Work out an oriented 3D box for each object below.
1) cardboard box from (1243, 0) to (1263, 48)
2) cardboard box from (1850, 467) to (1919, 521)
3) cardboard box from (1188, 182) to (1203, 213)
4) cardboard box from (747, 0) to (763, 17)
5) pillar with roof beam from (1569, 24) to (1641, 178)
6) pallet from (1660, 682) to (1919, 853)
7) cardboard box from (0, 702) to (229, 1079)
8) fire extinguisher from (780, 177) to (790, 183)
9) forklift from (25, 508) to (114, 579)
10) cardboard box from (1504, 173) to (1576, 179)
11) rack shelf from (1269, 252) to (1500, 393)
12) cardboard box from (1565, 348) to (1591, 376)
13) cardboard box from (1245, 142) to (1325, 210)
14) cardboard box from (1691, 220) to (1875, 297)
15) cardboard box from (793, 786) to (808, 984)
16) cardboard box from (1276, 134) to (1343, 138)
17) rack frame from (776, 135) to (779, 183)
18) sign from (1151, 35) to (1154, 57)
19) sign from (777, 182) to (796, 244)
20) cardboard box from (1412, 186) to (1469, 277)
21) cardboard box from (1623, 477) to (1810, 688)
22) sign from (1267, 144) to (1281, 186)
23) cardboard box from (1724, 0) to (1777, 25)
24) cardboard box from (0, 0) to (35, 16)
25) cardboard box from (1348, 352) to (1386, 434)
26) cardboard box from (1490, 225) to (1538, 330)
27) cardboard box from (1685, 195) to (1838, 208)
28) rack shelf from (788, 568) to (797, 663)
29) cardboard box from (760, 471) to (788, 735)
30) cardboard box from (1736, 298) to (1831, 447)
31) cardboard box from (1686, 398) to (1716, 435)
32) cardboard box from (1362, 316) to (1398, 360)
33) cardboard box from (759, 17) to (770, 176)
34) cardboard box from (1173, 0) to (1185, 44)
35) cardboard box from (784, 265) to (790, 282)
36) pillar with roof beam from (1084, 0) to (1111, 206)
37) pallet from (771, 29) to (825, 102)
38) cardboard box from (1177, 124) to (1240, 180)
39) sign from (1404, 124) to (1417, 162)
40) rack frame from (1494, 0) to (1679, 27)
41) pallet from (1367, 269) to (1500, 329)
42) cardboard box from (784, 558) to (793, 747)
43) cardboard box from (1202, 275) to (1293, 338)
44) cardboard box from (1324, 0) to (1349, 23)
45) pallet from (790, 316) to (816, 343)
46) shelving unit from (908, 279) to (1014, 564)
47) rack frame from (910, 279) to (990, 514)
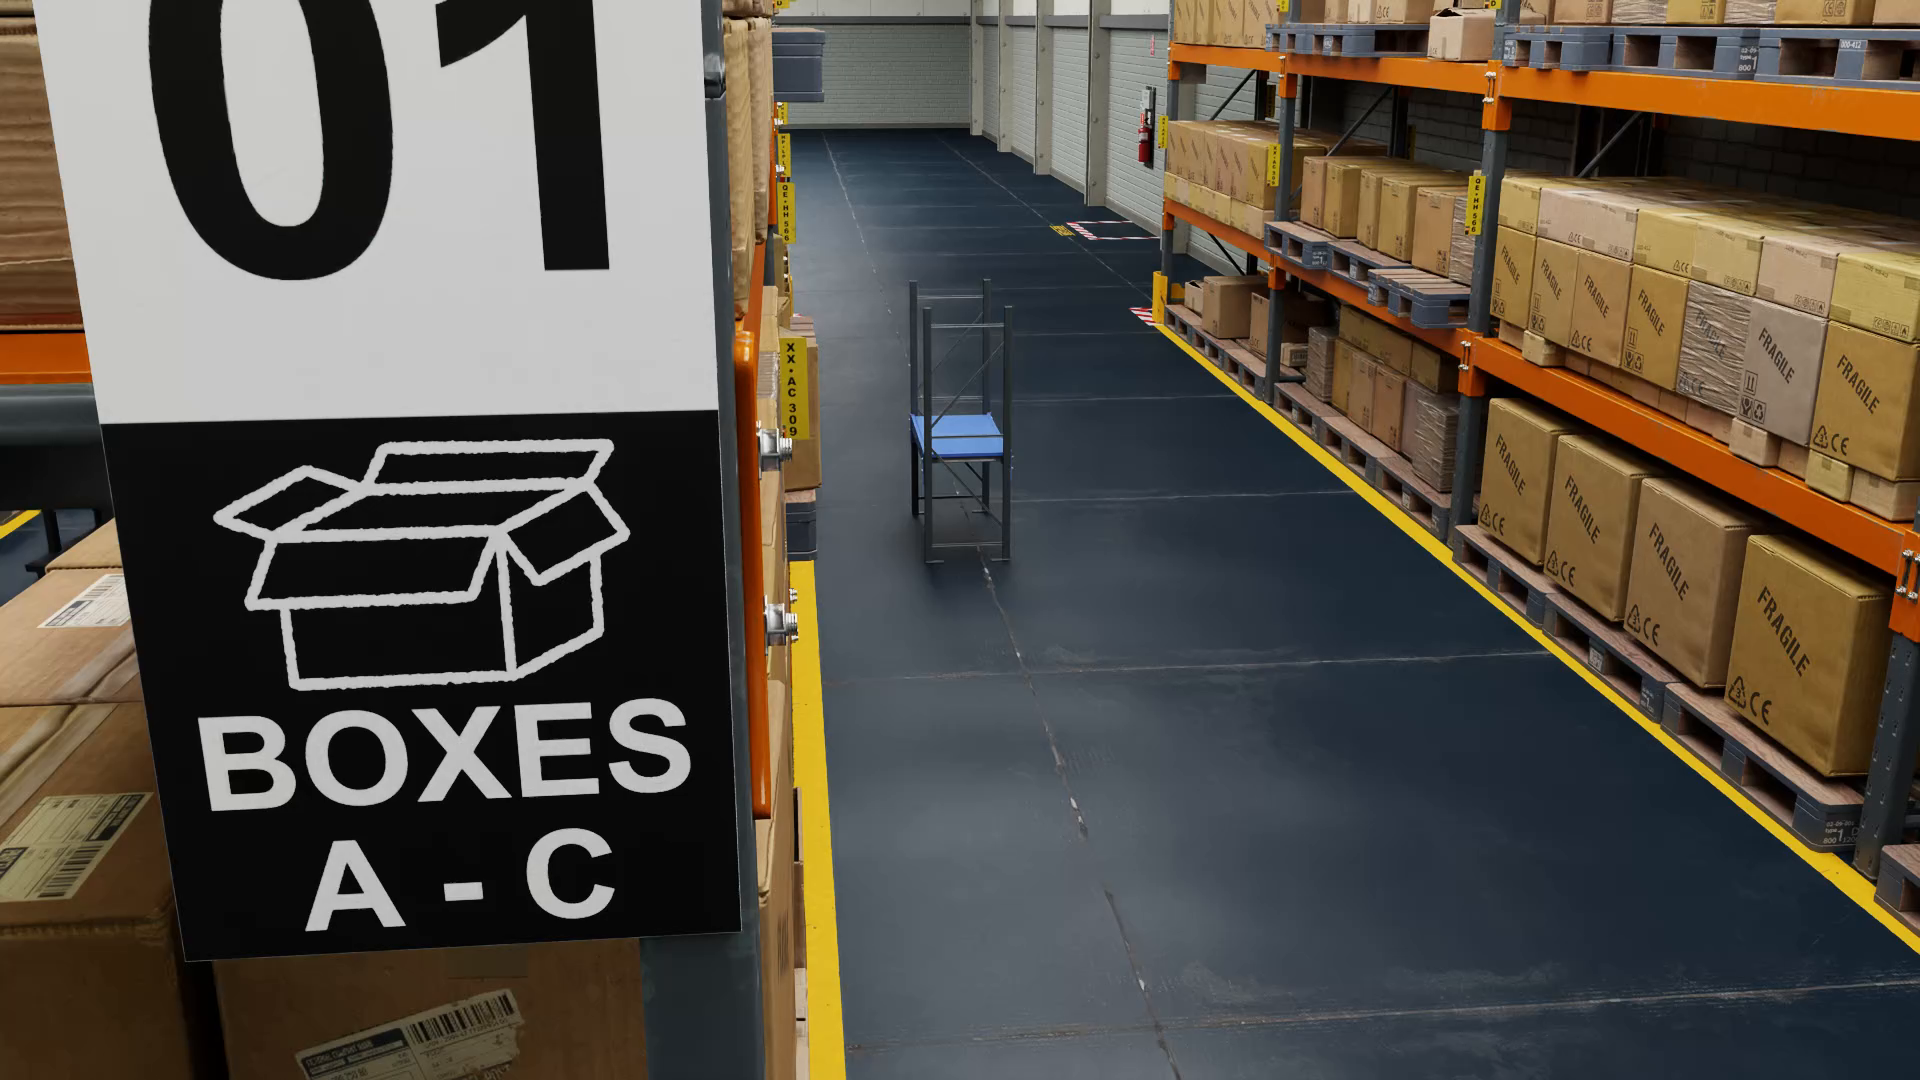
[{"bbox_3d":[2.696,-4.364,13.862,0.500,0.500,0.500,-3,18,-10],"label":"cardboard box"},{"bbox_3d":[3.542,-0.180,6.129,0.380,0.149,0.250,-2,18,-5],"label":"cardboard box"},{"bbox_3d":[2.469,-3.250,15.739,0.500,0.250,0.500,-2,18,-7],"label":"cardboard box"},{"bbox_3d":[-0.495,-0.761,2.001,0.500,0.250,0.500,-2,18,-6],"label":"cardboard box"},{"bbox_3d":[-0.110,-4.533,9.594,9.100,9.000,0.400,-2,18,-6],"label":"pillar with roof beam"},{"bbox_3d":[3.704,0.905,6.944,1.003,0.211,1.213,-2,18,-6],"label":"pallet"},{"bbox_3d":[-0.975,0.499,1.745,0.500,0.500,0.500,-2,18,-6],"label":"cardboard box"},{"bbox_3d":[-1.856,-3.632,16.868,0.296,0.674,0.183,-2,18,-6],"label":"fire extinguisher"},{"bbox_3d":[-4.263,-1.062,8.667,1.130,2.935,3.031,1,17,3],"label":"forklift"},{"bbox_3d":[3.380,-2.059,9.743,0.380,0.149,0.250,-4,18,-13],"label":"cardboard box"},{"bbox_3d":[3.239,-1.643,11.603,1.077,0.370,4.000,-2,18,-6],"label":"rack shelf"},{"bbox_3d":[3.358,-0.946,8.569,0.380,0.149,0.250,-2,18,-6],"label":"cardboard box"},{"bbox_3d":[2.677,-3.009,13.718,0.500,0.500,0.500,-2,18,-6],"label":"cardboard box"},{"bbox_3d":[3.460,-1.191,7.015,0.500,0.250,0.500,-1,17,-5],"label":"cardboard box"},{"bbox_3d":[-0.728,1.099,5.106,0.500,0.500,0.500,-2,18,-6],"label":"cardboard box"},{"bbox_3d":[3.097,-3.327,14.732,0.500,0.500,0.500,-1,17,-4],"label":"cardboard box"},{"bbox_3d":[-1.894,-2.428,12.902,1.000,3.000,0.127,-2,18,-6],"label":"rack frame"},{"bbox_3d":[2.816,-7.228,24.323,0.001,0.298,0.199,-2,18,-6],"label":"sign"},{"bbox_3d":[-0.942,-1.770,9.007,0.100,0.325,0.005,-2,18,-6],"label":"sign"},{"bbox_3d":[3.303,-1.953,10.489,0.700,0.500,0.500,-3,18,-11],"label":"cardboard box"},{"bbox_3d":[3.567,0.173,7.507,0.750,0.750,0.750,-1,17,-4],"label":"cardboard box"},{"bbox_3d":[2.494,-2.976,13.203,0.100,0.325,0.005,-2,18,-6],"label":"sign"},{"bbox_3d":[3.767,-2.468,7.120,0.700,0.500,0.500,-2,18,-6],"label":"cardboard box"},{"bbox_3d":[-0.963,-0.596,1.475,0.500,0.250,0.500,-2,18,-6],"label":"cardboard box"},{"bbox_3d":[3.241,-1.075,12.031,0.700,0.500,0.500,-2,17,-5],"label":"cardboard box"},{"bbox_3d":[3.241,-1.437,9.048,0.500,0.500,0.500,-1,17,-4],"label":"cardboard box"},{"bbox_3d":[3.850,-1.513,8.038,0.500,0.250,0.500,-2,18,-7],"label":"cardboard box"},{"bbox_3d":[-1.275,-0.297,7.316,1.077,0.370,4.000,-2,18,-6],"label":"rack shelf"},{"bbox_3d":[-0.548,0.178,2.767,0.500,0.500,0.500,-2,17,-5],"label":"cardboard box"},{"bbox_3d":[3.498,-0.679,6.635,0.500,0.500,0.500,-2,18,-5],"label":"cardboard box"},{"bbox_3d":[3.454,-0.560,7.339,0.380,0.149,0.250,-2,18,-7],"label":"cardboard box"},{"bbox_3d":[3.232,-1.452,11.981,0.500,0.250,0.500,-2,18,-7],"label":"cardboard box"},{"bbox_3d":[-0.548,-0.671,2.550,0.500,0.250,0.500,-2,18,-6],"label":"cardboard box"},{"bbox_3d":[2.406,-5.155,16.380,0.500,0.500,0.500,-1,17,-4],"label":"cardboard box"},{"bbox_3d":[-1.733,-2.120,14.559,0.500,0.500,0.500,-2,18,-6],"label":"cardboard box"},{"bbox_3d":[-1.967,-9.896,26.676,9.100,9.000,0.400,-2,18,-6],"label":"pillar with roof beam"},{"bbox_3d":[-1.066,-1.582,5.515,1.213,0.211,1.003,-2,18,-6],"label":"pallet"},{"bbox_3d":[2.412,-3.770,16.144,0.500,0.500,0.500,-2,18,-5],"label":"cardboard box"},{"bbox_3d":[3.585,-3.152,13.278,0.100,0.325,0.005,-2,18,-6],"label":"sign"},{"bbox_3d":[3.446,-4.252,8.698,1.000,3.000,0.127,-2,18,-6],"label":"rack frame"},{"bbox_3d":[3.266,-1.508,10.292,1.213,0.211,1.003,-2,18,-6],"label":"pallet"},{"bbox_3d":[-0.652,0.356,3.870,0.500,0.500,0.500,-1,17,-4],"label":"cardboard box"},{"bbox_3d":[2.687,-2.192,15.590,0.700,0.500,0.500,-3,18,-9],"label":"cardboard box"},{"bbox_3d":[3.010,-4.096,12.339,0.500,0.500,0.500,1,17,2],"label":"cardboard box"},{"bbox_3d":[-1.341,-0.945,8.498,1.213,0.211,1.003,-2,18,-6],"label":"pallet"},{"bbox_3d":[-0.009,-0.741,10.033,0.538,1.500,1.048,-2,18,-6],"label":"shelving unit"},{"bbox_3d":[-0.061,-0.892,10.516,0.500,1.500,0.032,-2,18,-6],"label":"rack frame"}]
